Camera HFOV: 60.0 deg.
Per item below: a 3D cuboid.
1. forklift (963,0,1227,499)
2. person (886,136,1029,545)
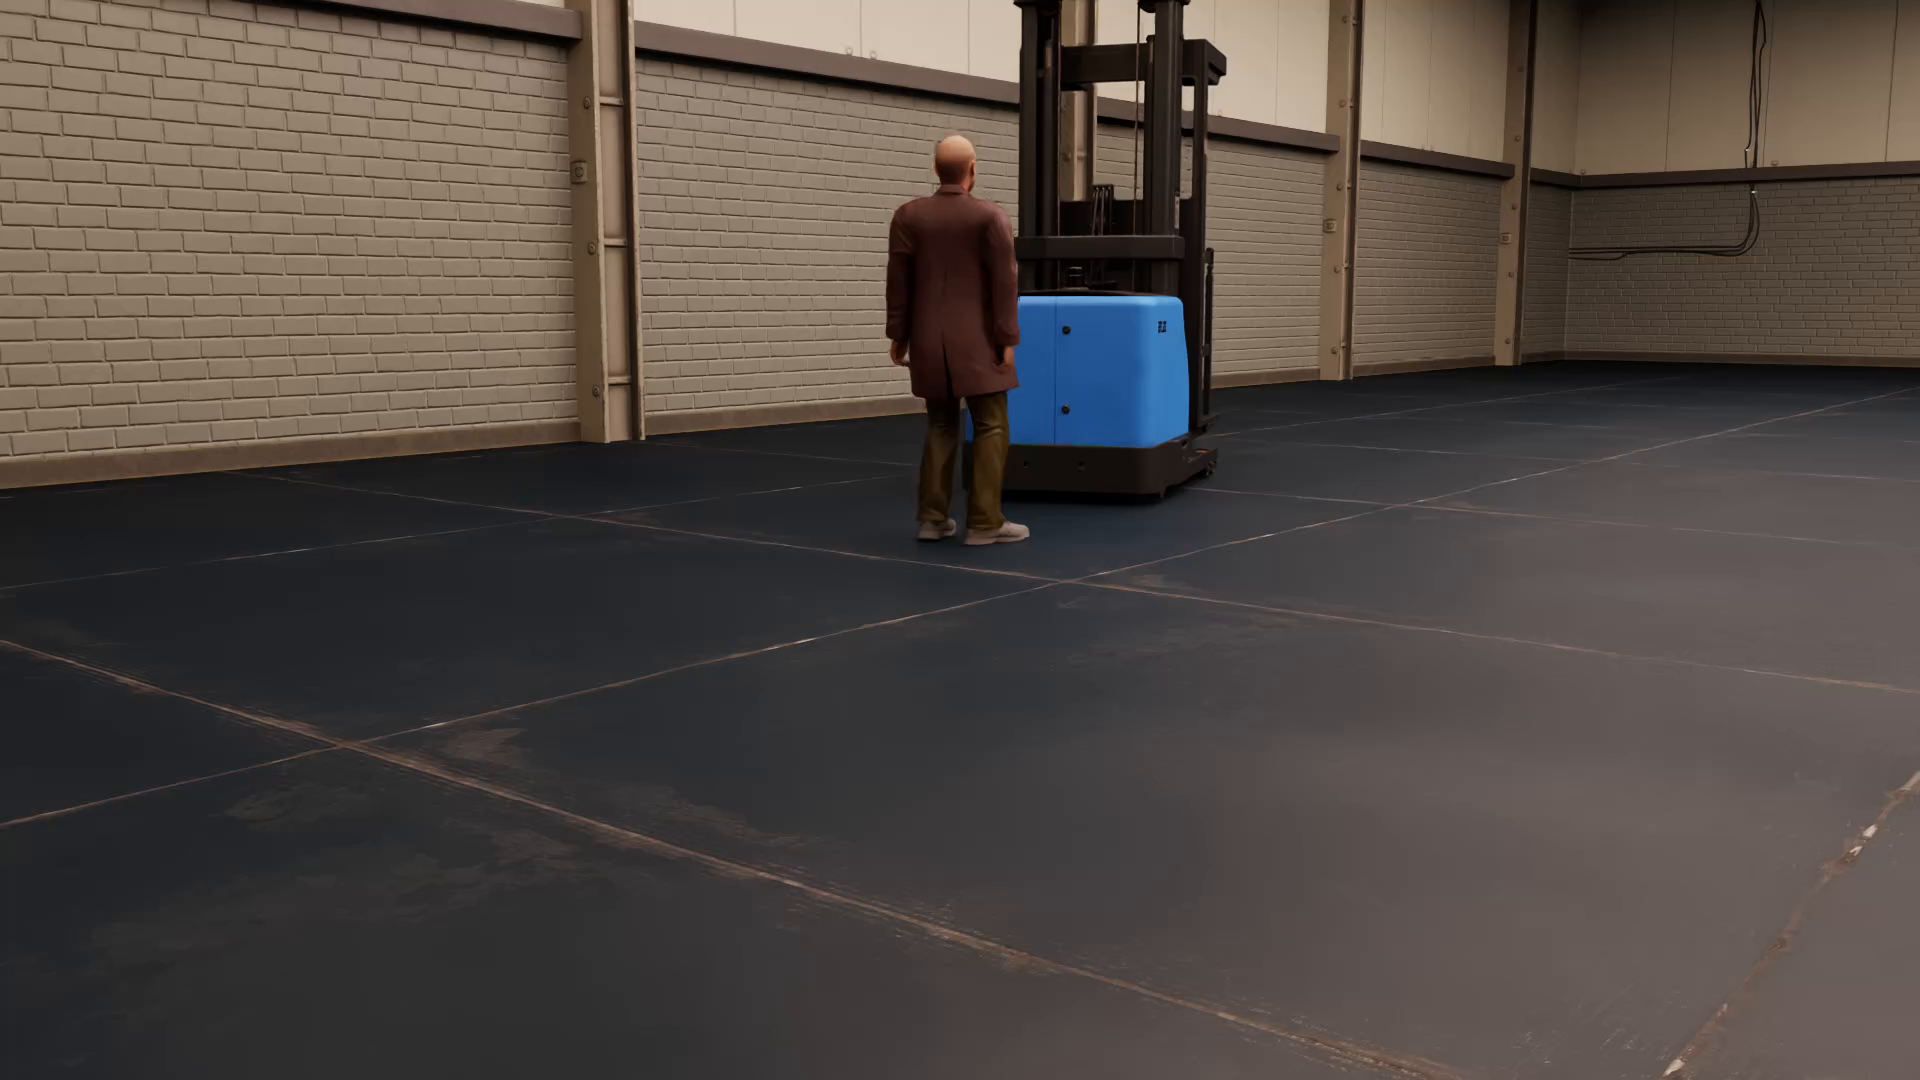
[{"bbox_3d":[0.950,-1.840,9.859,1.130,2.935,3.031,3,9,18],"label":"forklift"},{"bbox_3d":[-0.015,-0.870,7.338,0.641,1.772,0.384,3,9,21],"label":"person"}]
